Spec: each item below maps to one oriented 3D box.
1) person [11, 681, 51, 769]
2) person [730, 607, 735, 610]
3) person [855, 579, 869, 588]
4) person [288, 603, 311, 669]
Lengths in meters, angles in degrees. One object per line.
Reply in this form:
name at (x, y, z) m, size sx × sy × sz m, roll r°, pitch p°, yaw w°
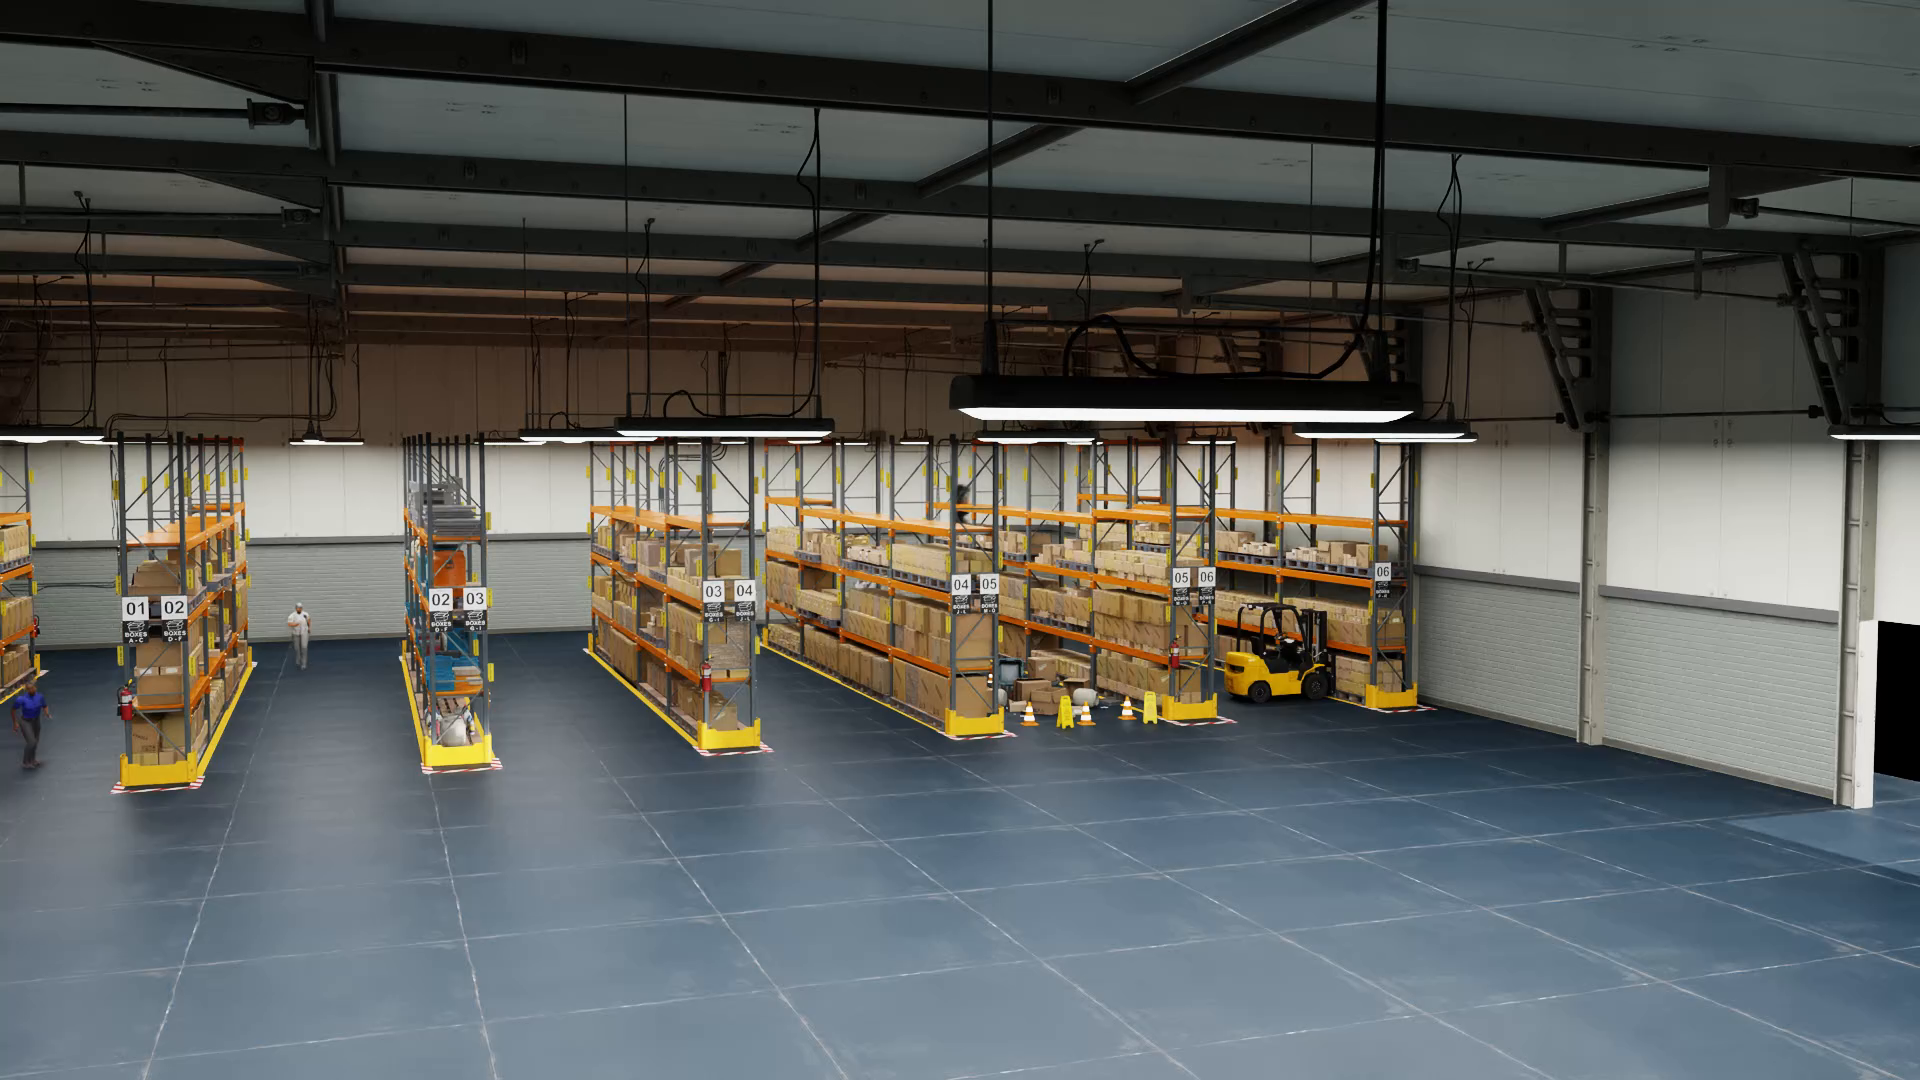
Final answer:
person at (-16.596, 3.316, 29.795) m, size 0.818 × 1.629 × 0.607 m, roll 1°, pitch 3°, yaw 20°
person at (-6.582, 2.158, 48.576) m, size 0.699 × 1.775 × 0.978 m, roll 1°, pitch 3°, yaw 19°
person at (-3.100, 1.934, 52.399) m, size 0.659 × 1.837 × 0.849 m, roll 3°, pitch 4°, yaw 43°
person at (-17.214, 2.483, 43.331) m, size 0.555 × 1.712 × 0.855 m, roll -1°, pitch 3°, yaw -21°
